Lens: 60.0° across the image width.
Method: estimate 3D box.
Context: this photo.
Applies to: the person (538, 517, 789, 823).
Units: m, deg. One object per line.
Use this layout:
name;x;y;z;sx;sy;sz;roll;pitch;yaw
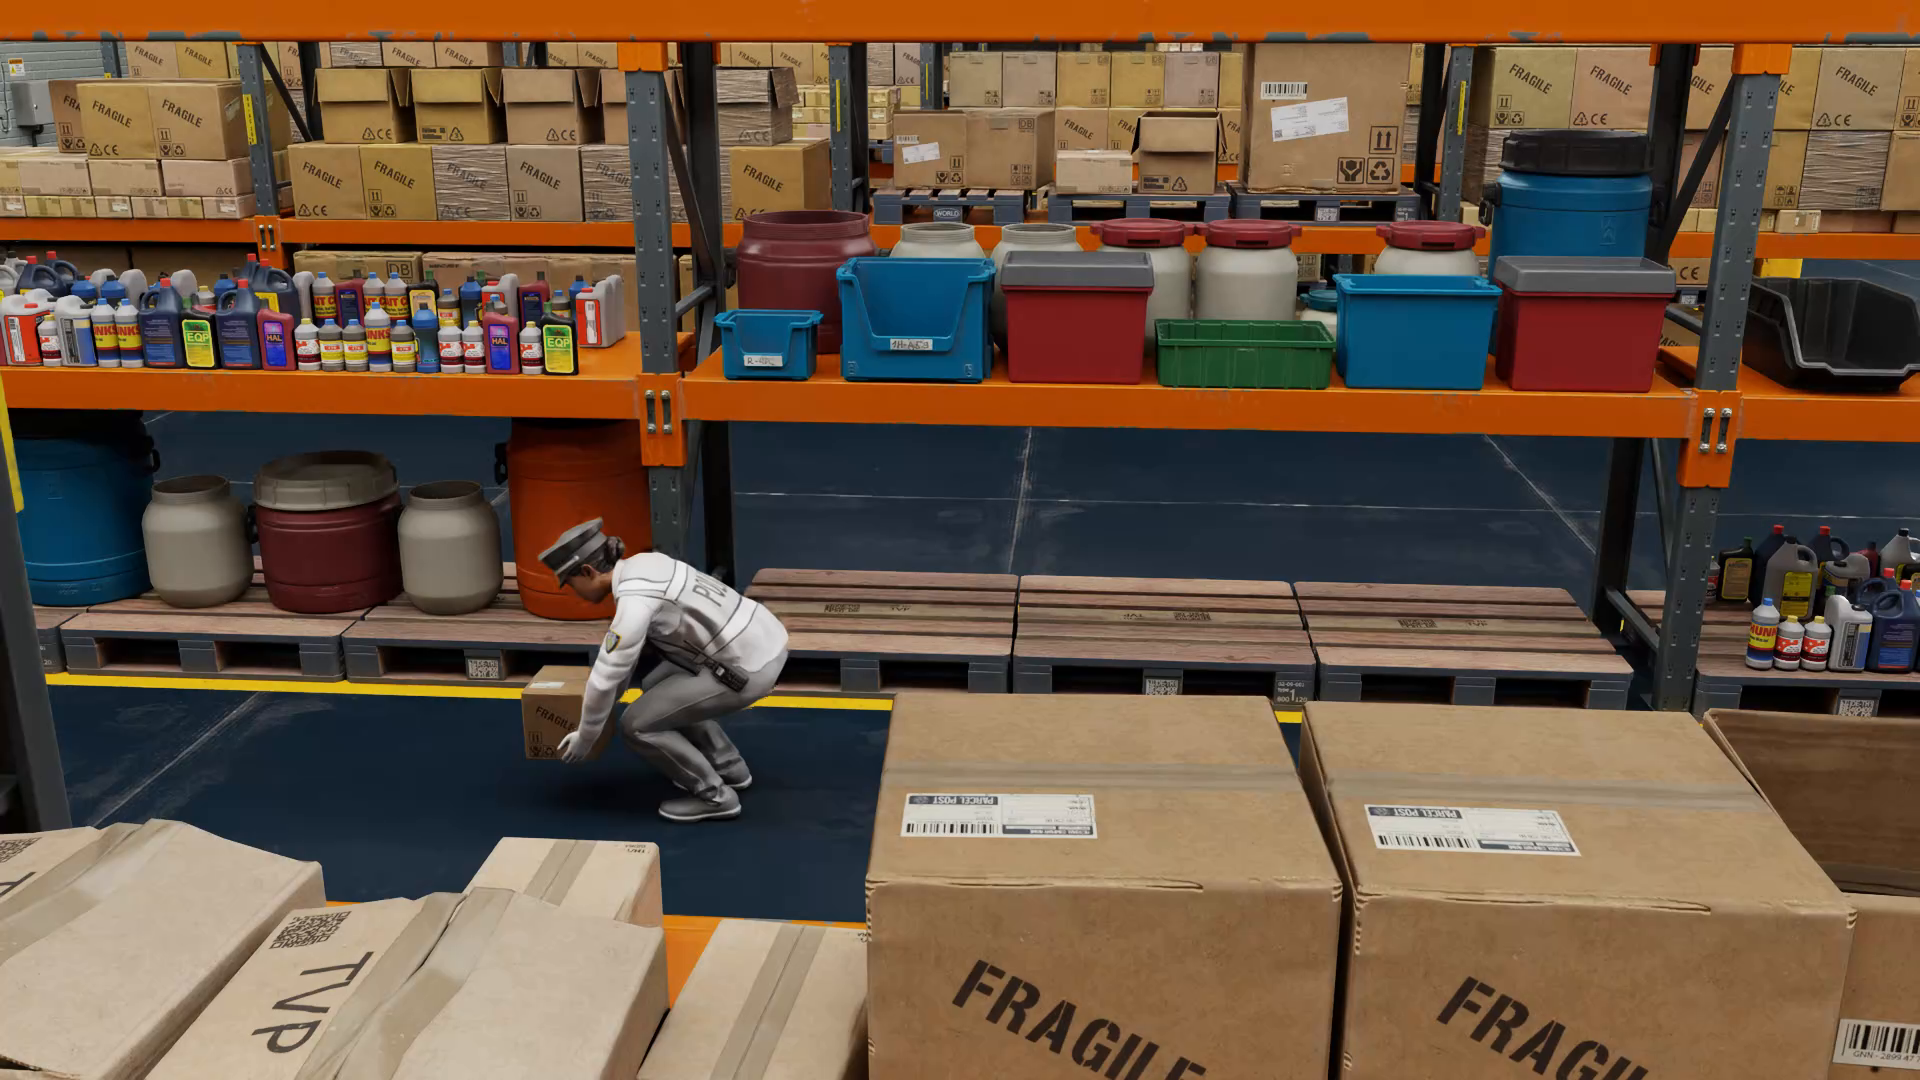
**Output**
person;-1.008;0.434;5.708;0.818;1.054;0.501;1;18;4
